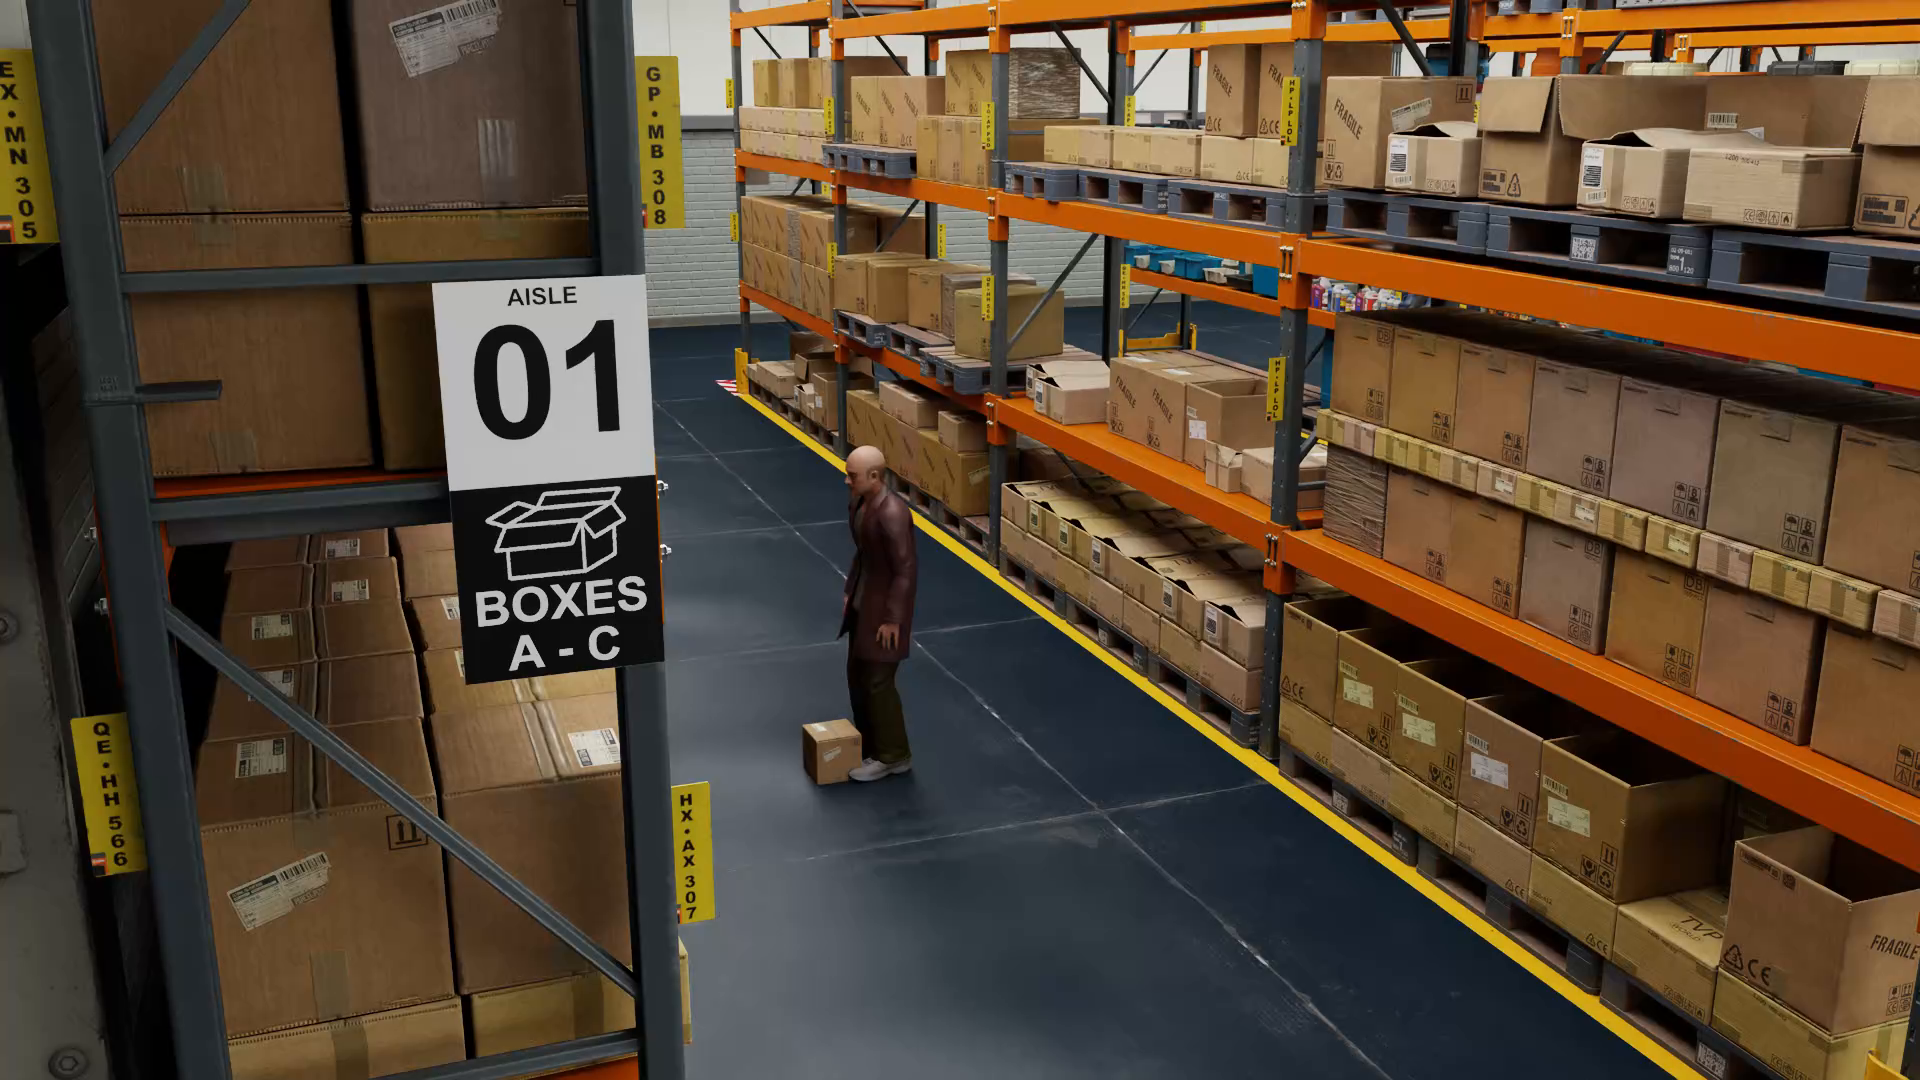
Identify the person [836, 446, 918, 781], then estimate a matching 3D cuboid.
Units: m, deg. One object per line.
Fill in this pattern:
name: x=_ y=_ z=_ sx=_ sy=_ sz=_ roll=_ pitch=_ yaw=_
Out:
person: x=-0.447 y=0.367 z=8.719 sx=0.429 sy=1.772 sz=0.646 roll=-7 pitch=17 yaw=-23
